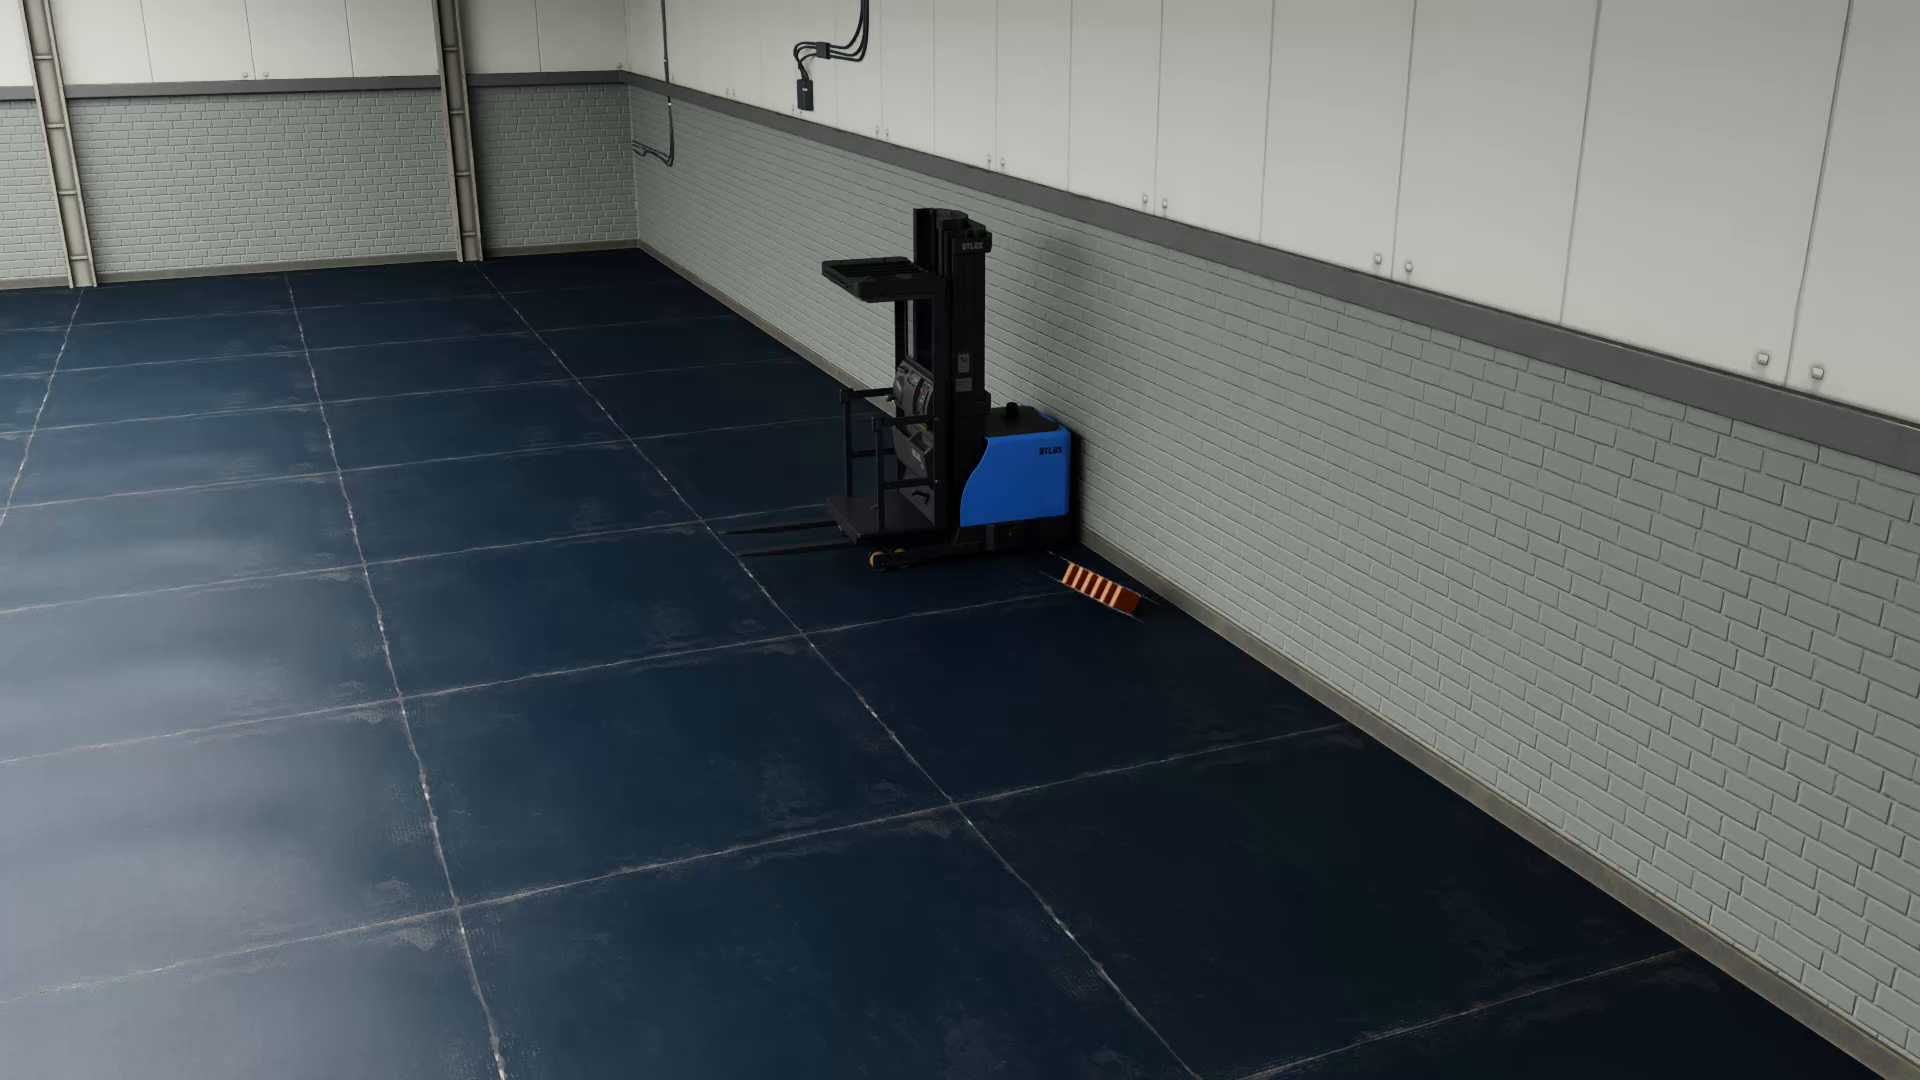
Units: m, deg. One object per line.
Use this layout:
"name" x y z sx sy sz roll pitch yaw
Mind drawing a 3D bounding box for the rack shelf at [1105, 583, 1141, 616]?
"rack shelf" 1.299 0.475 13.228 0.258 0.180 0.103 25 1 -40

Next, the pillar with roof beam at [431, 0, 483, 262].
"pillar with roof beam" -6.779 -7.786 23.586 0.400 9.000 9.100 -8 21 -22

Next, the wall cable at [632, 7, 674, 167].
"wall cable" -5.255 -7.619 27.786 0.112 2.526 3.097 -8 21 -22

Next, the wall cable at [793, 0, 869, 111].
"wall cable" -1.509 -7.790 18.477 0.169 6.003 2.305 -8 21 -22

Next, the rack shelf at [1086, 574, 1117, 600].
"rack shelf" 1.160 0.406 13.411 0.258 0.180 0.103 25 1 -40

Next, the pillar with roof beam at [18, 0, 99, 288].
"pillar with roof beam" -12.288 -6.997 21.345 0.400 9.000 9.100 -8 21 -22

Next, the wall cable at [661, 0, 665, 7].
"wall cable" -4.183 -9.176 24.604 0.112 2.526 3.097 -8 21 -22

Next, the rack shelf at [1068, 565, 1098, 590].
"rack shelf" 1.022 0.337 13.595 0.258 0.180 0.103 25 1 -40

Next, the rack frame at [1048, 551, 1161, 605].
"rack frame" 1.156 0.302 13.467 0.240 0.006 1.200 25 1 -40

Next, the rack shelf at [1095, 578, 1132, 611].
"rack shelf" 1.229 0.441 13.319 0.258 0.180 0.103 25 1 -40

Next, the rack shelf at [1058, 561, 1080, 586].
"rack shelf" 0.953 0.303 13.686 0.258 0.180 0.103 25 1 -40

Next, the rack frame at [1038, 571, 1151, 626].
"rack frame" 1.077 0.467 13.470 0.240 0.006 1.200 25 1 -40

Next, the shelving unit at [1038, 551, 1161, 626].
"shelving unit" 1.117 0.384 13.469 0.258 0.189 1.200 25 1 -40

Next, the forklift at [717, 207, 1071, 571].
"forklift" -0.590 -1.313 14.339 3.031 2.935 1.130 -7 20 -18

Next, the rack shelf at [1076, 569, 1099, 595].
"rack shelf" 1.091 0.372 13.503 0.258 0.180 0.103 25 1 -40
